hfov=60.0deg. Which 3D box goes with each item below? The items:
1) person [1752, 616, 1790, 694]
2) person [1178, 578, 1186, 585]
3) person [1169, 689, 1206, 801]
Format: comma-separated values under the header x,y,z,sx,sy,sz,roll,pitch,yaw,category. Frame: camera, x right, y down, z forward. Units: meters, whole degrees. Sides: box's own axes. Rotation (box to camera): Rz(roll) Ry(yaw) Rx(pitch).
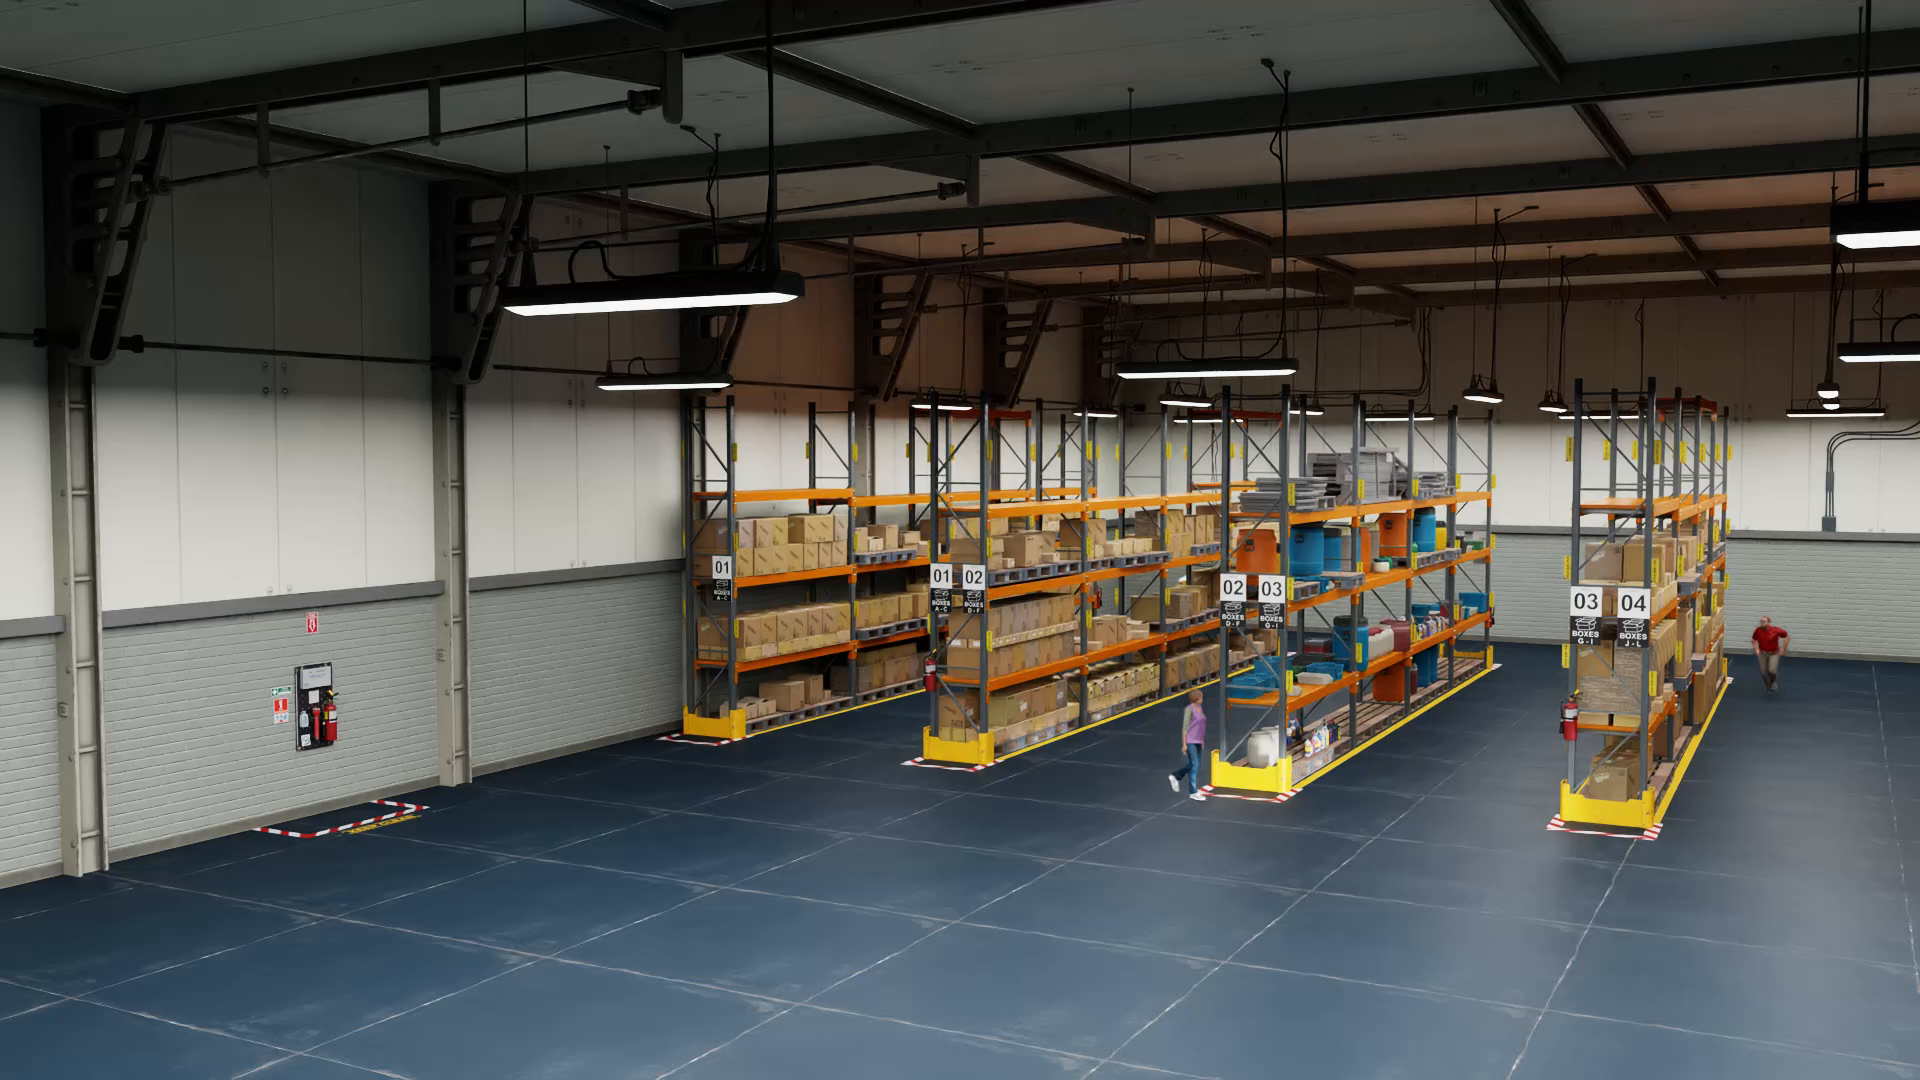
x,y,z,sx,sy,sz,roll,pitch,yaw,category
16.768,2.380,34.380,0.716,1.634,0.704,2,4,37,person
5.725,1.841,43.282,0.581,1.720,1.015,2,4,33,person
3.323,2.946,24.134,0.676,1.572,0.479,2,4,33,person
